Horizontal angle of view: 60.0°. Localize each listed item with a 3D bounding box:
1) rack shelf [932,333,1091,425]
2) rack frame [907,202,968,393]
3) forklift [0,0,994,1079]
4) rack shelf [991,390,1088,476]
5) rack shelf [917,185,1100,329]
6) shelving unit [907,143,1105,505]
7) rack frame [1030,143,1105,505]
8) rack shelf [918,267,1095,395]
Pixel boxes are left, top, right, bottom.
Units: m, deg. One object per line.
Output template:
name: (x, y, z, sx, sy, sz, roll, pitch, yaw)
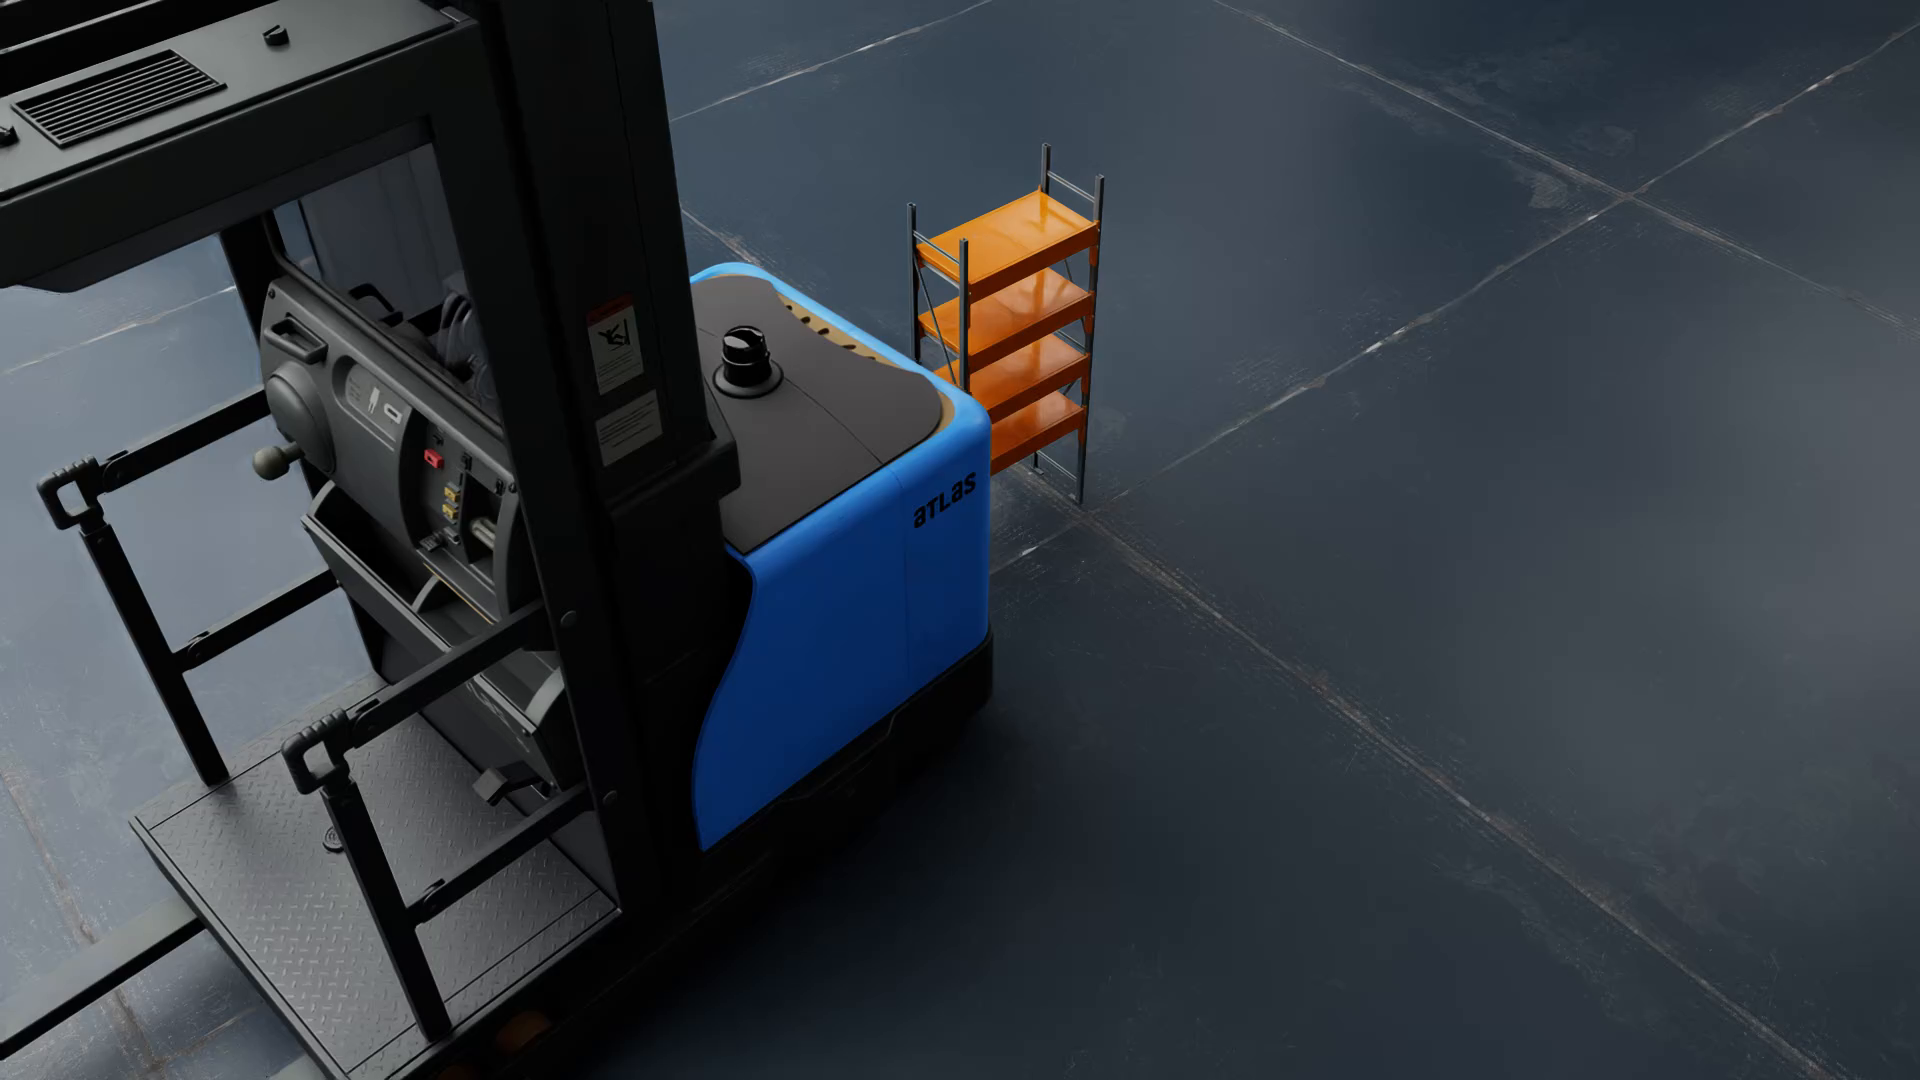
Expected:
rack shelf: (0.127, -0.461, 4.963, 0.480, 0.148, 0.258, -30, 51, -28)
rack frame: (-0.060, -0.403, 4.803, 0.015, 1.200, 0.240, -30, 51, -28)
forklift: (-1.300, -0.114, 3.231, 1.130, 2.935, 3.031, 34, 53, 31)
rack shelf: (0.127, -0.316, 5.099, 0.480, 0.148, 0.258, -30, 51, -28)
rack shelf: (0.127, -0.797, 4.648, 0.480, 0.148, 0.258, -30, 51, -28)
shelving unit: (0.127, -0.510, 4.917, 0.503, 1.200, 0.258, -30, 51, -28)
rack frame: (0.314, -0.617, 5.031, 0.015, 1.200, 0.240, -30, 51, -28)
rack shelf: (0.127, -0.624, 4.810, 0.480, 0.148, 0.258, -30, 51, -28)
